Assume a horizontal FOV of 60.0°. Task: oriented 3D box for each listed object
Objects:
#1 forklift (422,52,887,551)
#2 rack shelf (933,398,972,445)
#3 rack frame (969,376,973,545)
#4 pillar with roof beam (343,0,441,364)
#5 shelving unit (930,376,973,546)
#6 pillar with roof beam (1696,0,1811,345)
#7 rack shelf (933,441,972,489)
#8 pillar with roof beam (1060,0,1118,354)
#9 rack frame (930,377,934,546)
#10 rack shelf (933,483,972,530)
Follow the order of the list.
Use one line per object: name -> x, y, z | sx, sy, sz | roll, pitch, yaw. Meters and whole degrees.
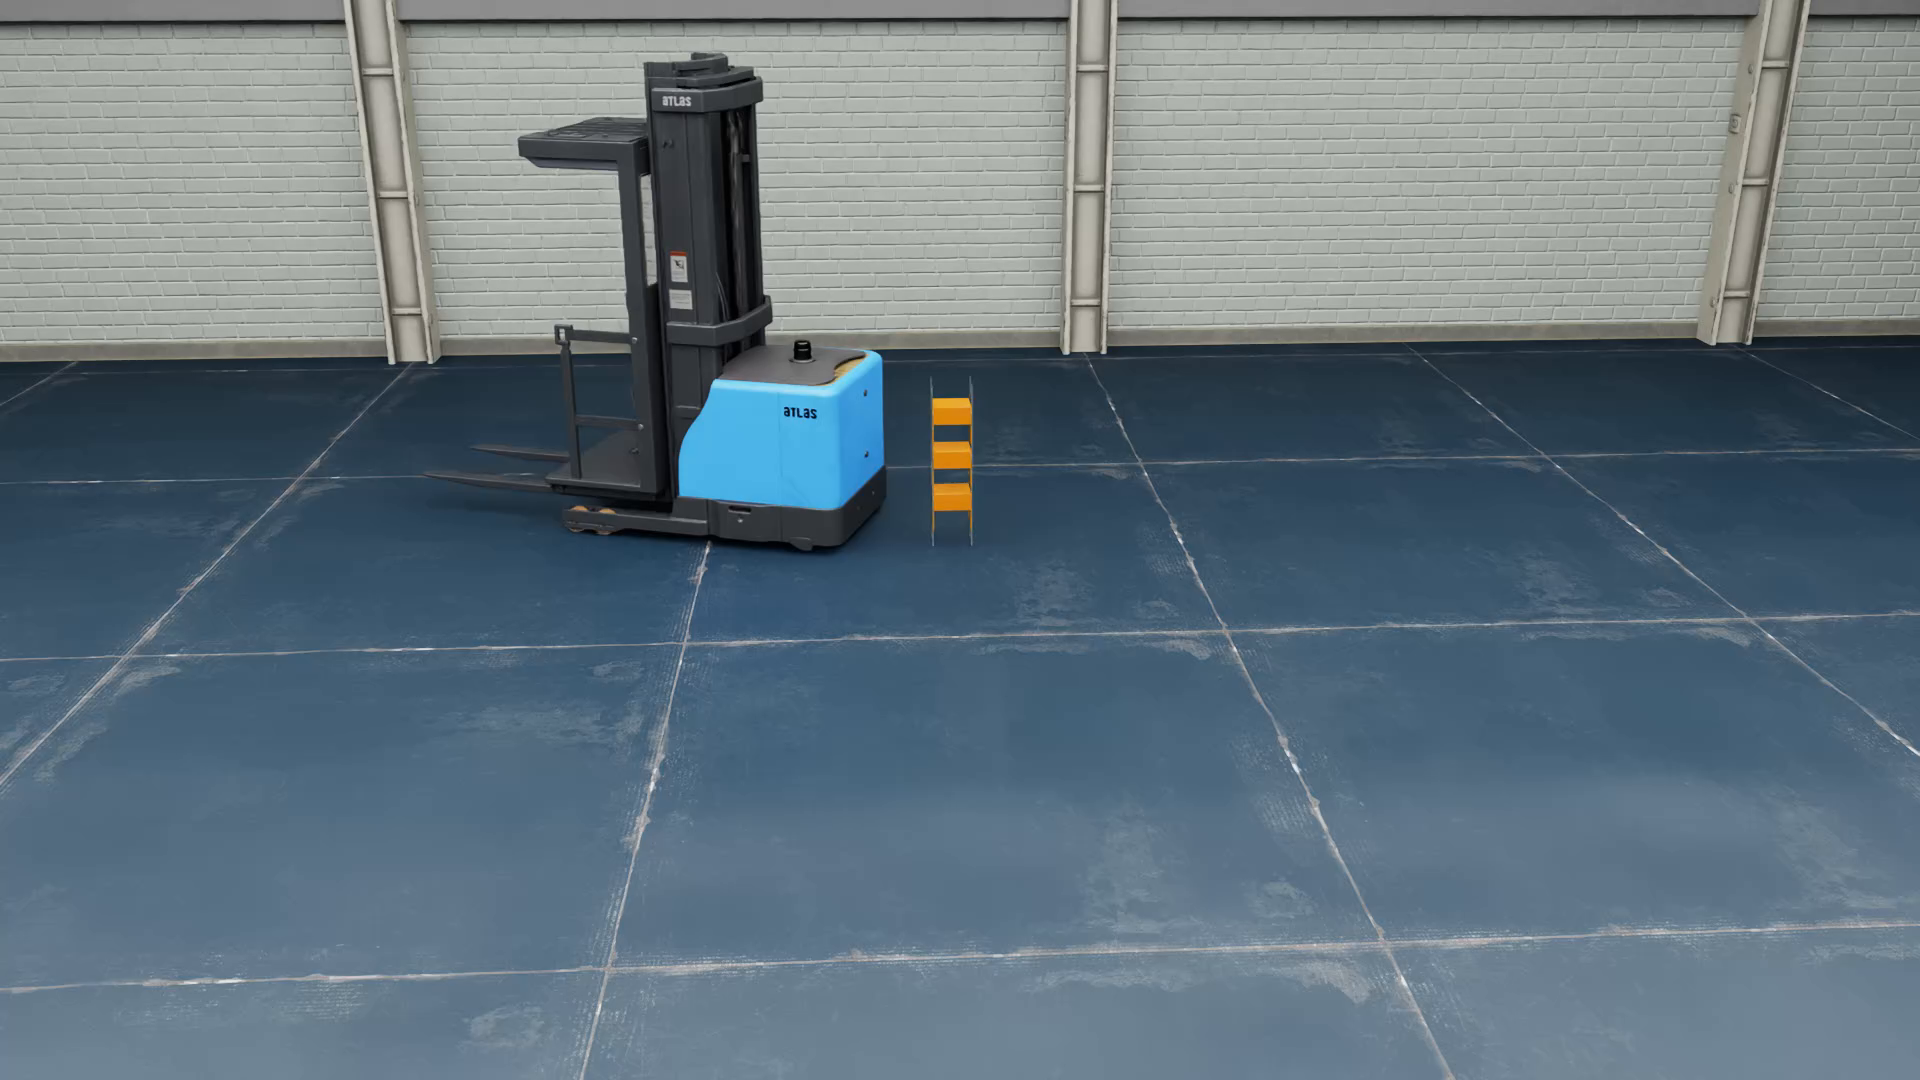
forklift -> -2.068, -1.576, 10.640 | 3.031, 2.935, 1.130 | 6, 22, 14
rack shelf -> -0.053, -0.745, 10.334 | 0.240, 0.259, 0.215 | -1, 21, -3
rack frame -> 0.068, -0.492, 10.438 | 0.008, 1.050, 0.200 | -1, 21, -3
pillar with roof beam -> -4.622, -4.291, 9.245 | 0.400, 9.000, 9.100 | -1, 21, -3
shelving unit -> -0.053, -0.490, 10.431 | 0.252, 1.050, 0.215 | -1, 21, -3
pillar with roof beam -> 7.359, -4.535, 9.885 | 0.400, 9.000, 9.100 | -1, 21, -3
rack shelf -> -0.053, -0.480, 10.435 | 0.240, 0.259, 0.215 | -1, 21, -3
pillar with roof beam -> 1.369, -4.413, 9.565 | 0.400, 9.000, 9.100 | -1, 21, -3
rack frame -> -0.175, -0.487, 10.425 | 0.008, 1.050, 0.200 | -1, 21, -3
rack shelf -> -0.053, -0.220, 10.534 | 0.240, 0.259, 0.215 | -1, 21, -3
